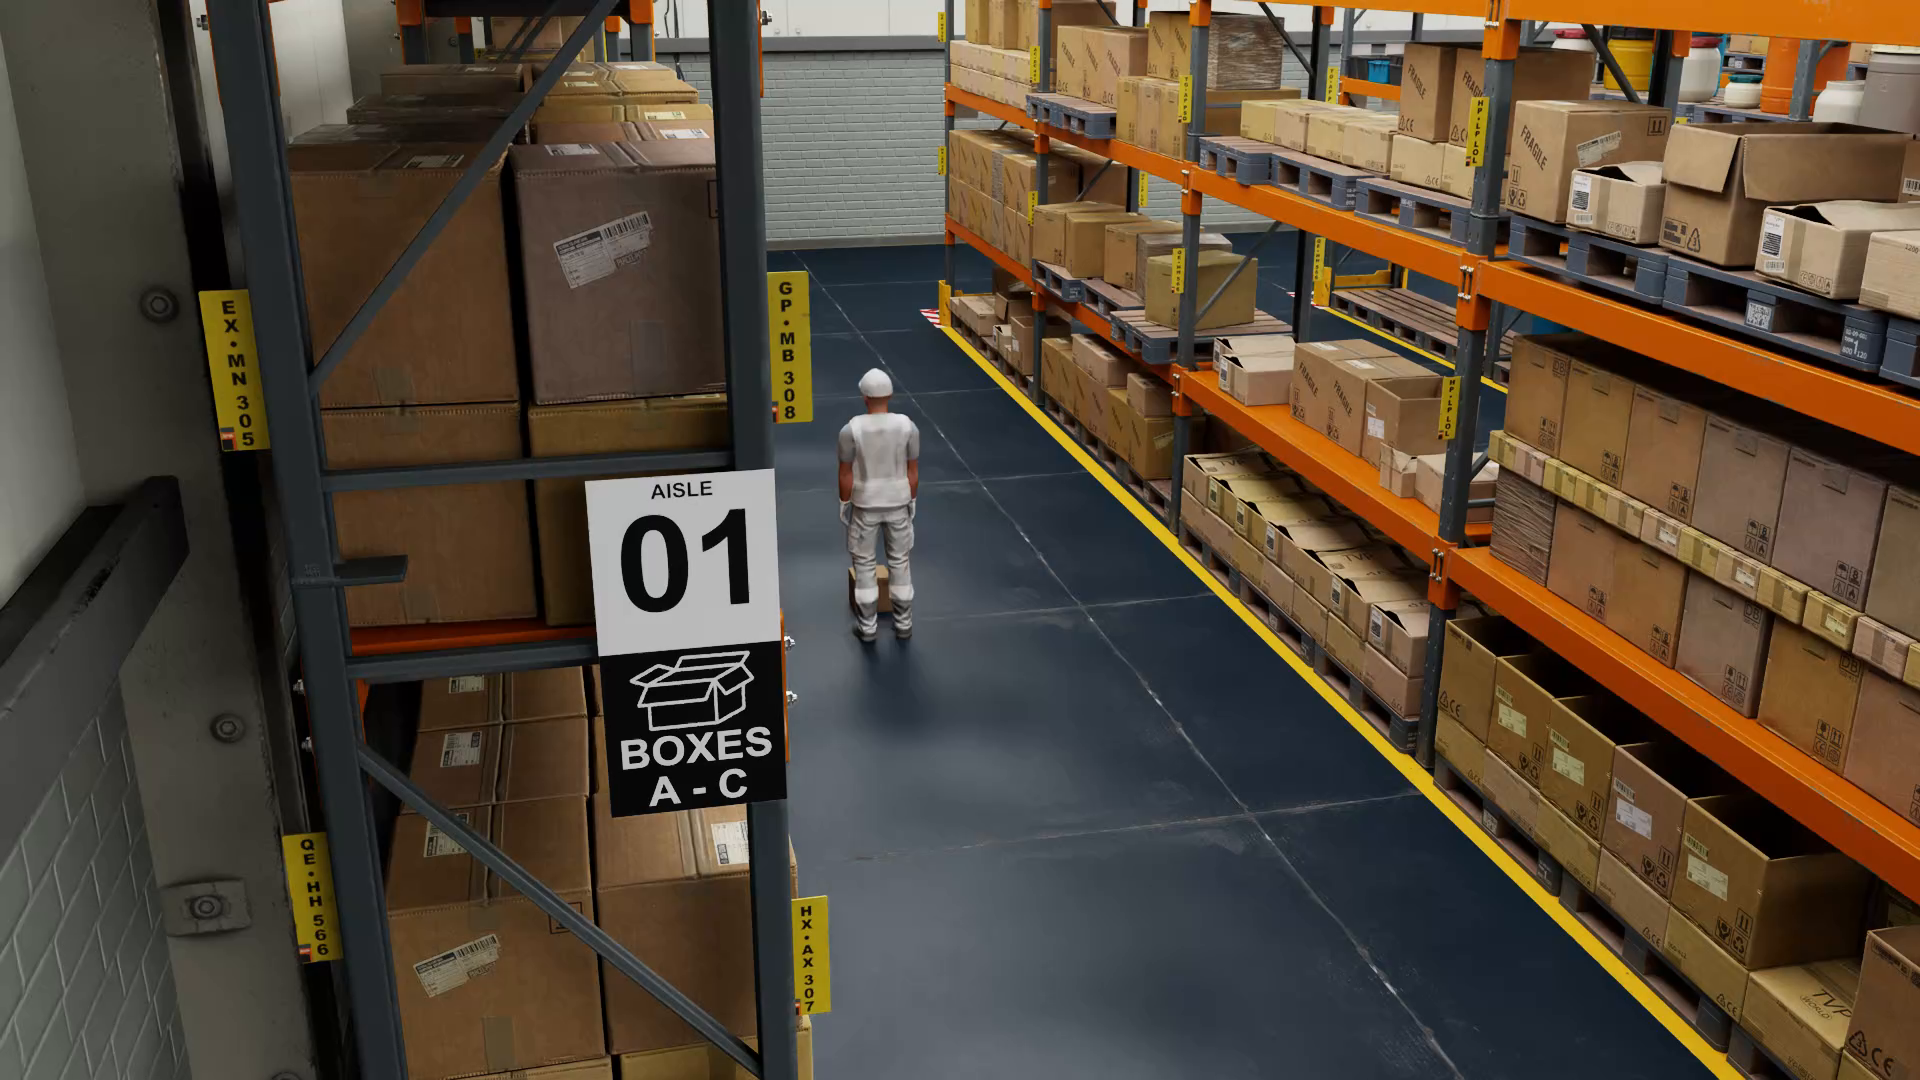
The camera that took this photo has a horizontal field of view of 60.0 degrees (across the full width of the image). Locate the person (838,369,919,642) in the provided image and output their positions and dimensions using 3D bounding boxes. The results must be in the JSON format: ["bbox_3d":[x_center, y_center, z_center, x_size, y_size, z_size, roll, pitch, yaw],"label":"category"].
[{"bbox_3d":[-0.522,-0.224,10.673,0.525,1.784,0.339,-4,20,-11],"label":"person"}]
